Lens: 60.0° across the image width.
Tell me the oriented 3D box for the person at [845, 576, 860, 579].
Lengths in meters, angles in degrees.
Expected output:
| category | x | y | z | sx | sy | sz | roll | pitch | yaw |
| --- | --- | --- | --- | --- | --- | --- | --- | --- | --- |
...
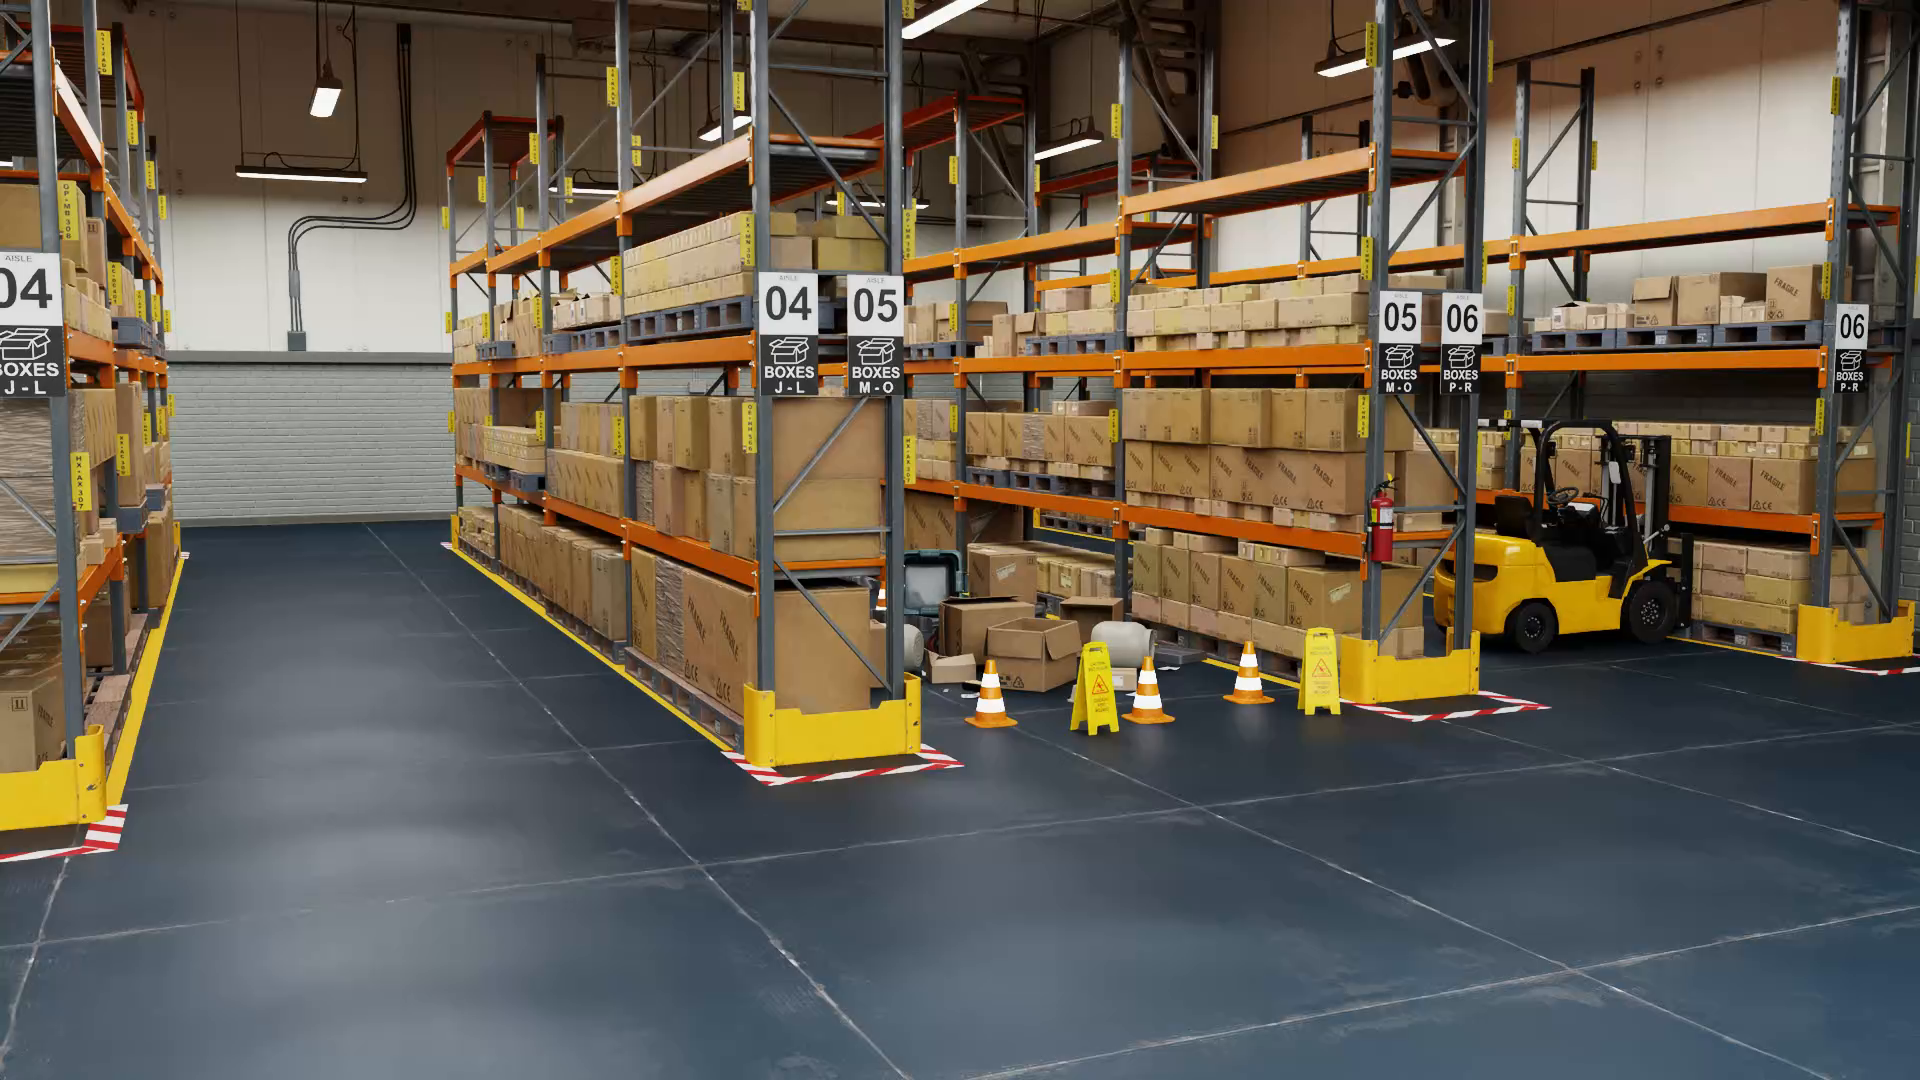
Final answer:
| category | x | y | z | sx | sy | sz | roll | pitch | yaw |
| --- | --- | --- | --- | --- | --- | --- | --- | --- | --- |
| person | -1.535 | -0.386 | 21.260 | 0.640 | 1.724 | 1.068 | -2 | 6 | -21 |
